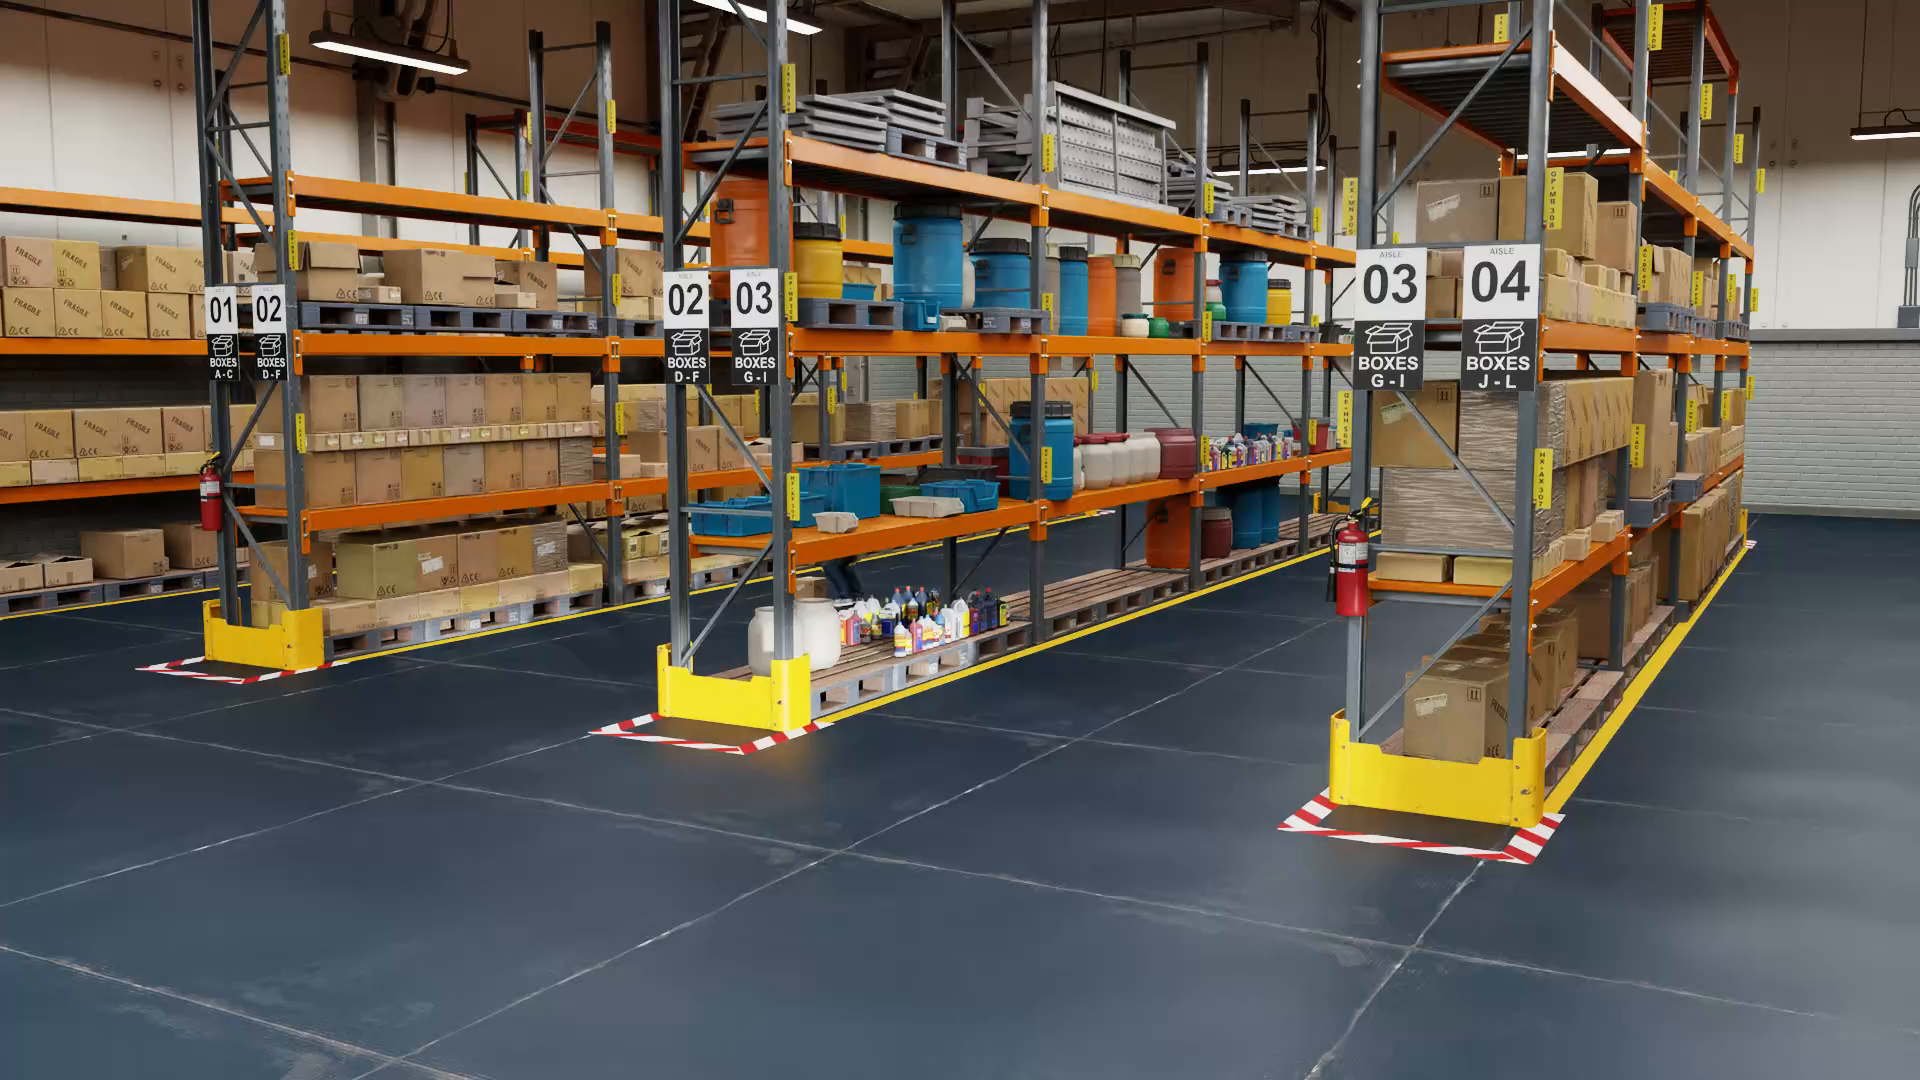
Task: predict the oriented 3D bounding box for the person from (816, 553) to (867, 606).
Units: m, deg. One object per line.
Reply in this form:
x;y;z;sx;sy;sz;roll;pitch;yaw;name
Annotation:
-1.254;0.080;17.576;0.688;1.227;0.462;3;7;29;person
